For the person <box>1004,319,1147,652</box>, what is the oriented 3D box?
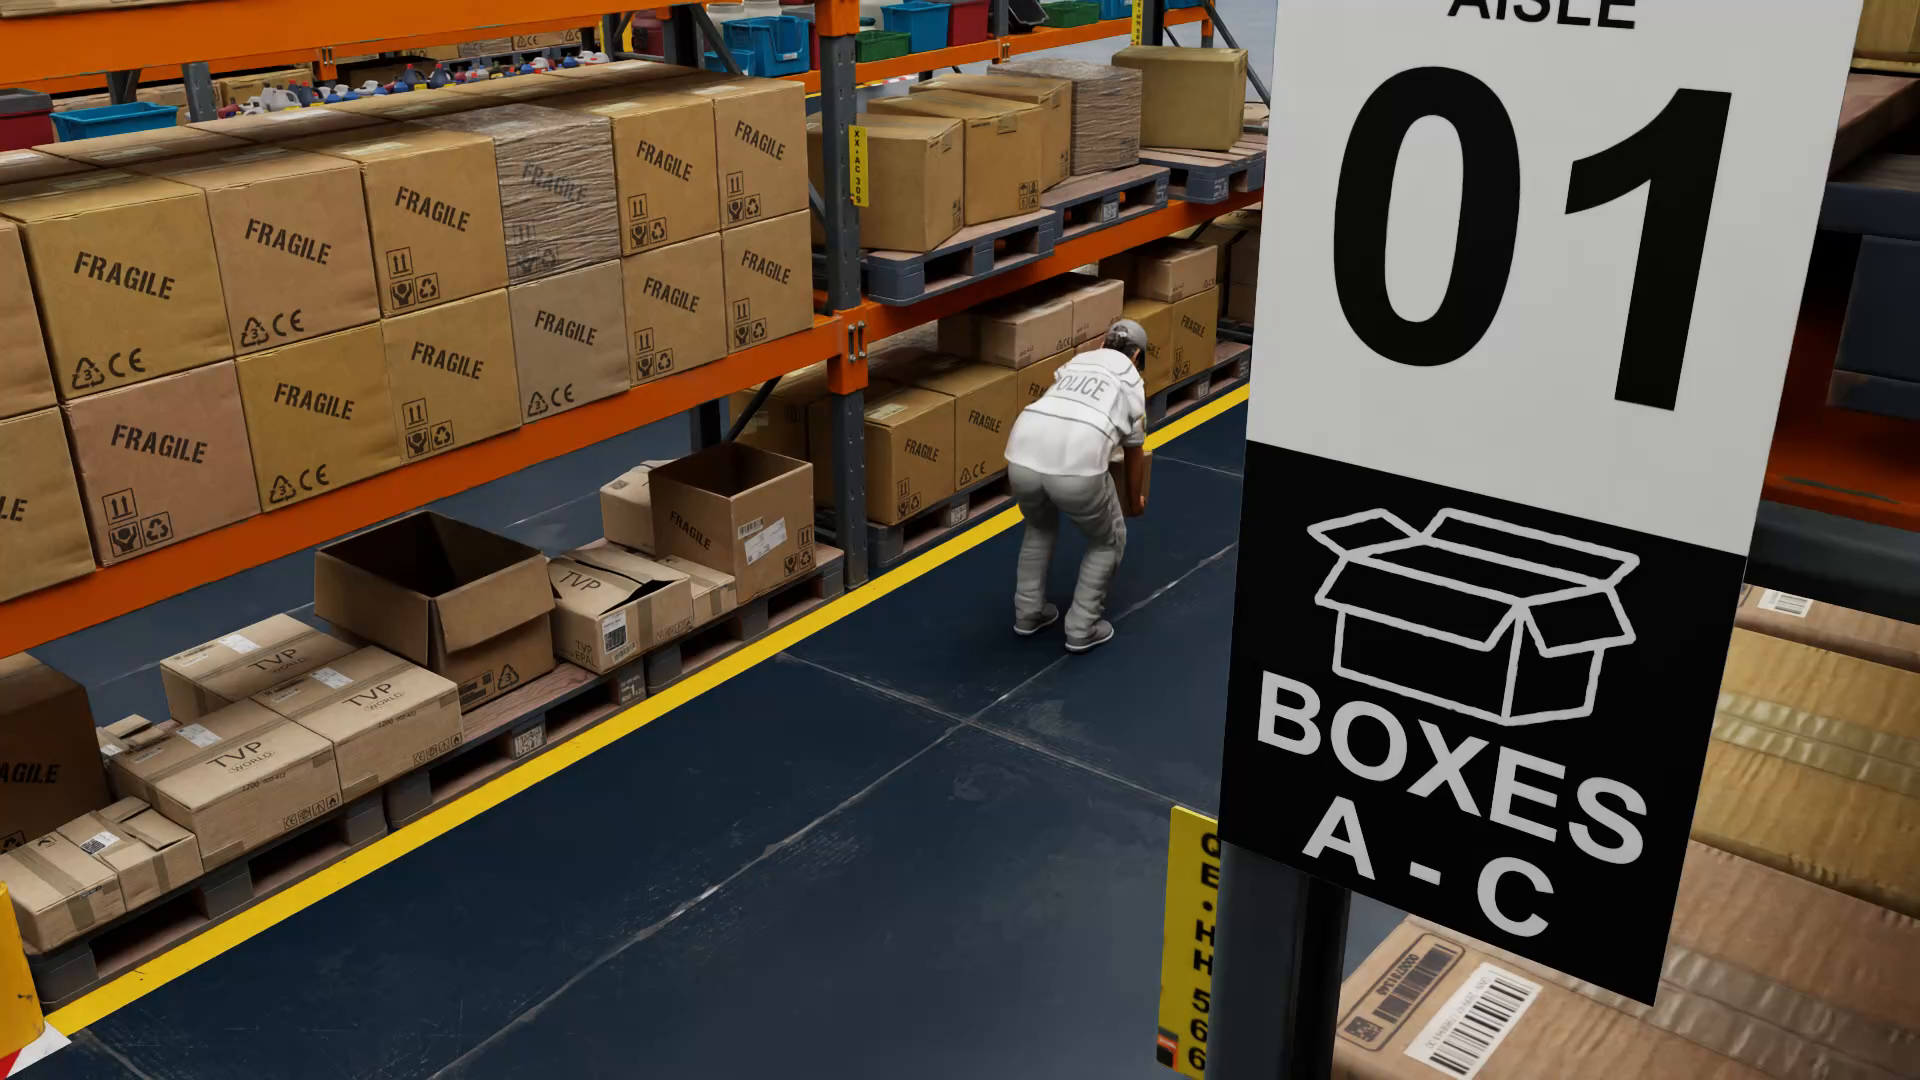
[{"bbox_3d":[0.543,-0.235,7.109,0.470,1.290,0.884,15,28,30],"label":"person"}]
